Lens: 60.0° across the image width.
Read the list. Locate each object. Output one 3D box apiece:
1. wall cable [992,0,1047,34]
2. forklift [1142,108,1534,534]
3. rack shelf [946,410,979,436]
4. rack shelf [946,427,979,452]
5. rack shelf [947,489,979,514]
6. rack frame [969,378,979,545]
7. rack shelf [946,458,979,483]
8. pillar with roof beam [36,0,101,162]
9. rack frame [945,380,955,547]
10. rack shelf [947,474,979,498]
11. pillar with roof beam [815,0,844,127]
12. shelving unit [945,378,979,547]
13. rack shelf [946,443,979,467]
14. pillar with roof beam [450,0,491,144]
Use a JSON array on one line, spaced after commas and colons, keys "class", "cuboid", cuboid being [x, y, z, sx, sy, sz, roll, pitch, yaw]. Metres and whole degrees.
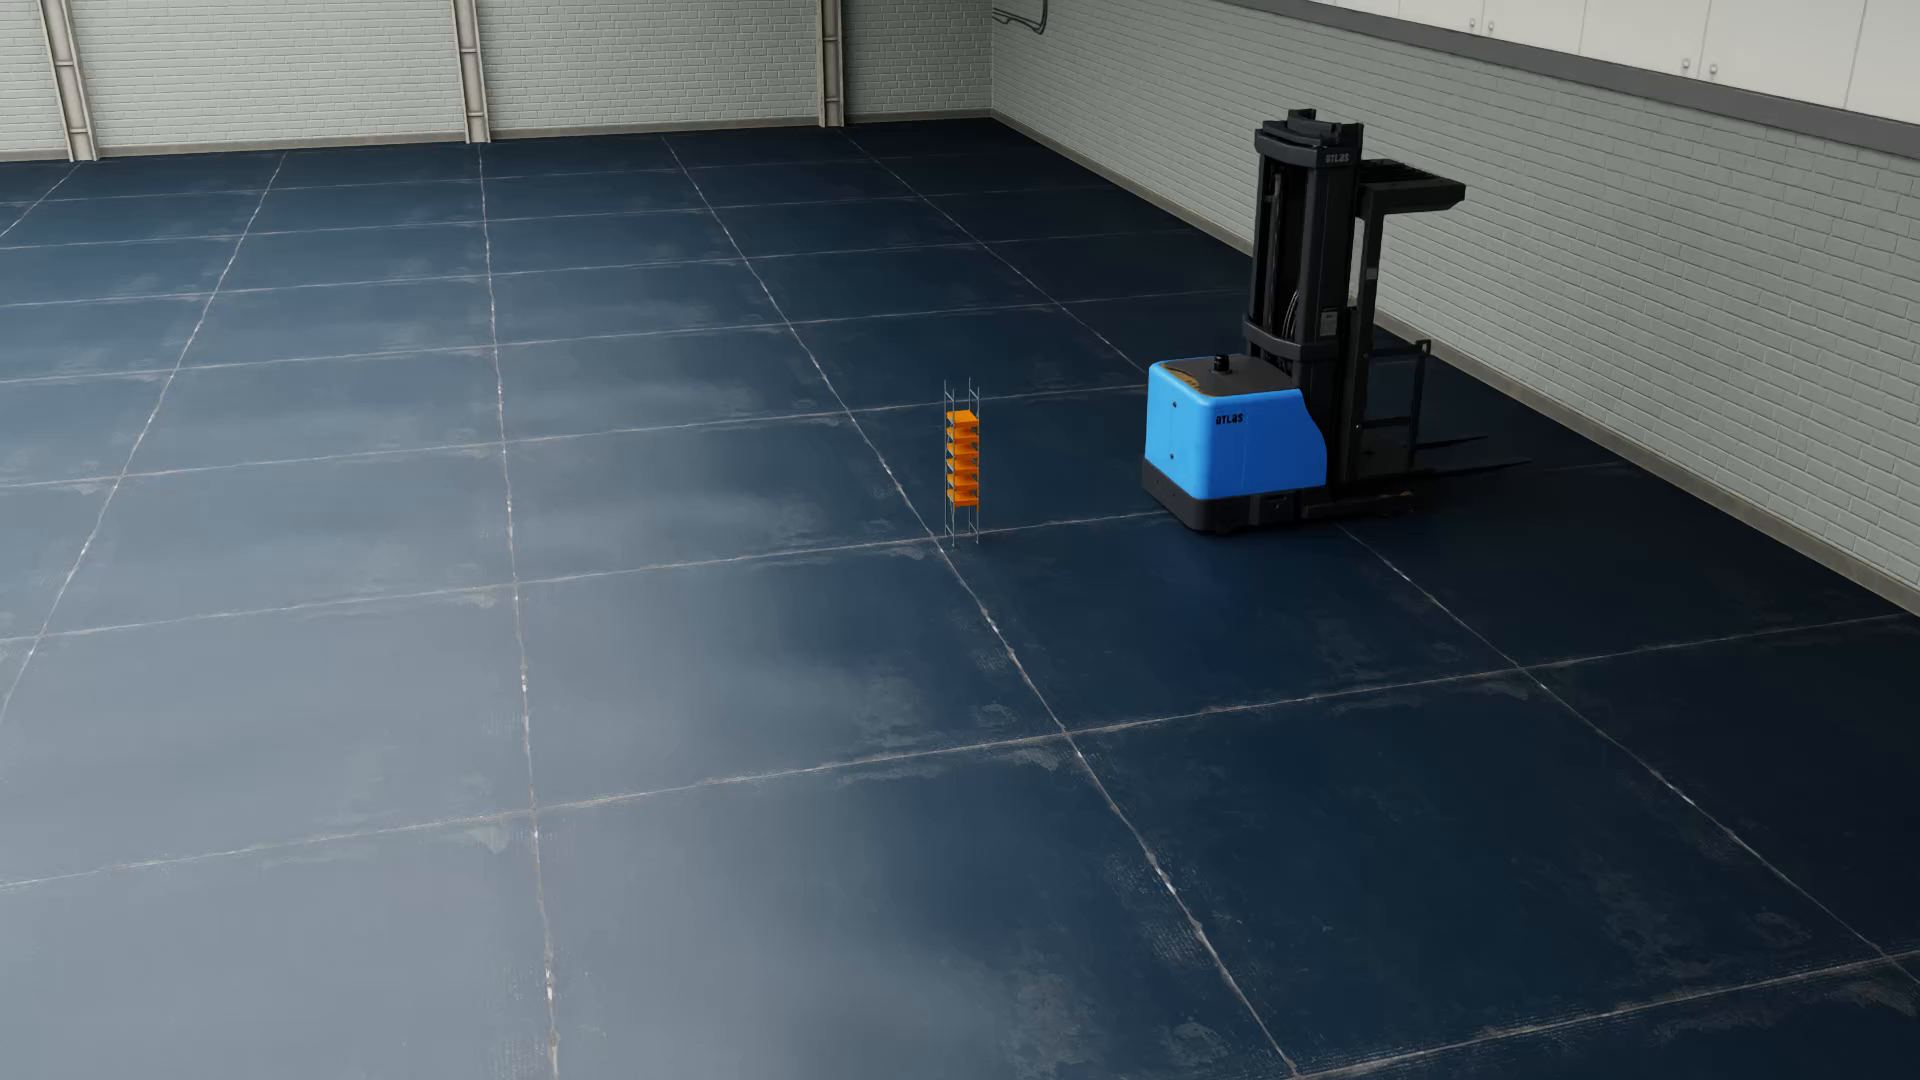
[{"class": "wall cable", "cuboid": [0.934, -9.812, 27.643, 0.112, 2.526, 3.097, -6, 24, -14]}, {"class": "forklift", "cuboid": [3.004, -1.717, 12.535, 3.031, 2.935, 1.130, -7, 24, -16]}, {"class": "rack shelf", "cuboid": [0.014, -0.843, 11.893, 0.180, 0.103, 0.258, -6, 24, -14]}, {"class": "rack shelf", "cuboid": [0.014, -0.733, 11.940, 0.180, 0.103, 0.258, -6, 24, -14]}, {"class": "rack shelf", "cuboid": [0.014, -0.292, 12.129, 0.180, 0.103, 0.258, -6, 24, -14]}, {"class": "rack frame", "cuboid": [0.102, -0.563, 12.040, 0.006, 1.200, 0.240, -6, 24, -14]}, {"class": "rack shelf", "cuboid": [0.014, -0.512, 12.035, 0.180, 0.103, 0.258, -6, 24, -14]}, {"class": "pillar with roof beam", "cuboid": [-12.650, -8.515, 20.682, 0.400, 9.000, 9.100, -6, 24, -14]}, {"class": "rack frame", "cuboid": [-0.074, -0.543, 11.994, 0.006, 1.200, 0.240, -6, 24, -14]}, {"class": "rack shelf", "cuboid": [0.014, -0.402, 12.082, 0.180, 0.103, 0.258, -6, 24, -14]}, {"class": "pillar with roof beam", "cuboid": [-1.096, -9.793, 23.661, 0.400, 9.000, 9.100, -6, 24, -14]}, {"class": "shelving unit", "cuboid": [0.014, -0.553, 12.017, 0.189, 1.200, 0.258, -6, 24, -14]}, {"class": "rack shelf", "cuboid": [0.014, -0.622, 11.987, 0.180, 0.103, 0.258, -6, 24, -14]}, {"class": "pillar with roof beam", "cuboid": [-6.873, -9.154, 22.171, 0.400, 9.000, 9.100, -6, 24, -14]}]
